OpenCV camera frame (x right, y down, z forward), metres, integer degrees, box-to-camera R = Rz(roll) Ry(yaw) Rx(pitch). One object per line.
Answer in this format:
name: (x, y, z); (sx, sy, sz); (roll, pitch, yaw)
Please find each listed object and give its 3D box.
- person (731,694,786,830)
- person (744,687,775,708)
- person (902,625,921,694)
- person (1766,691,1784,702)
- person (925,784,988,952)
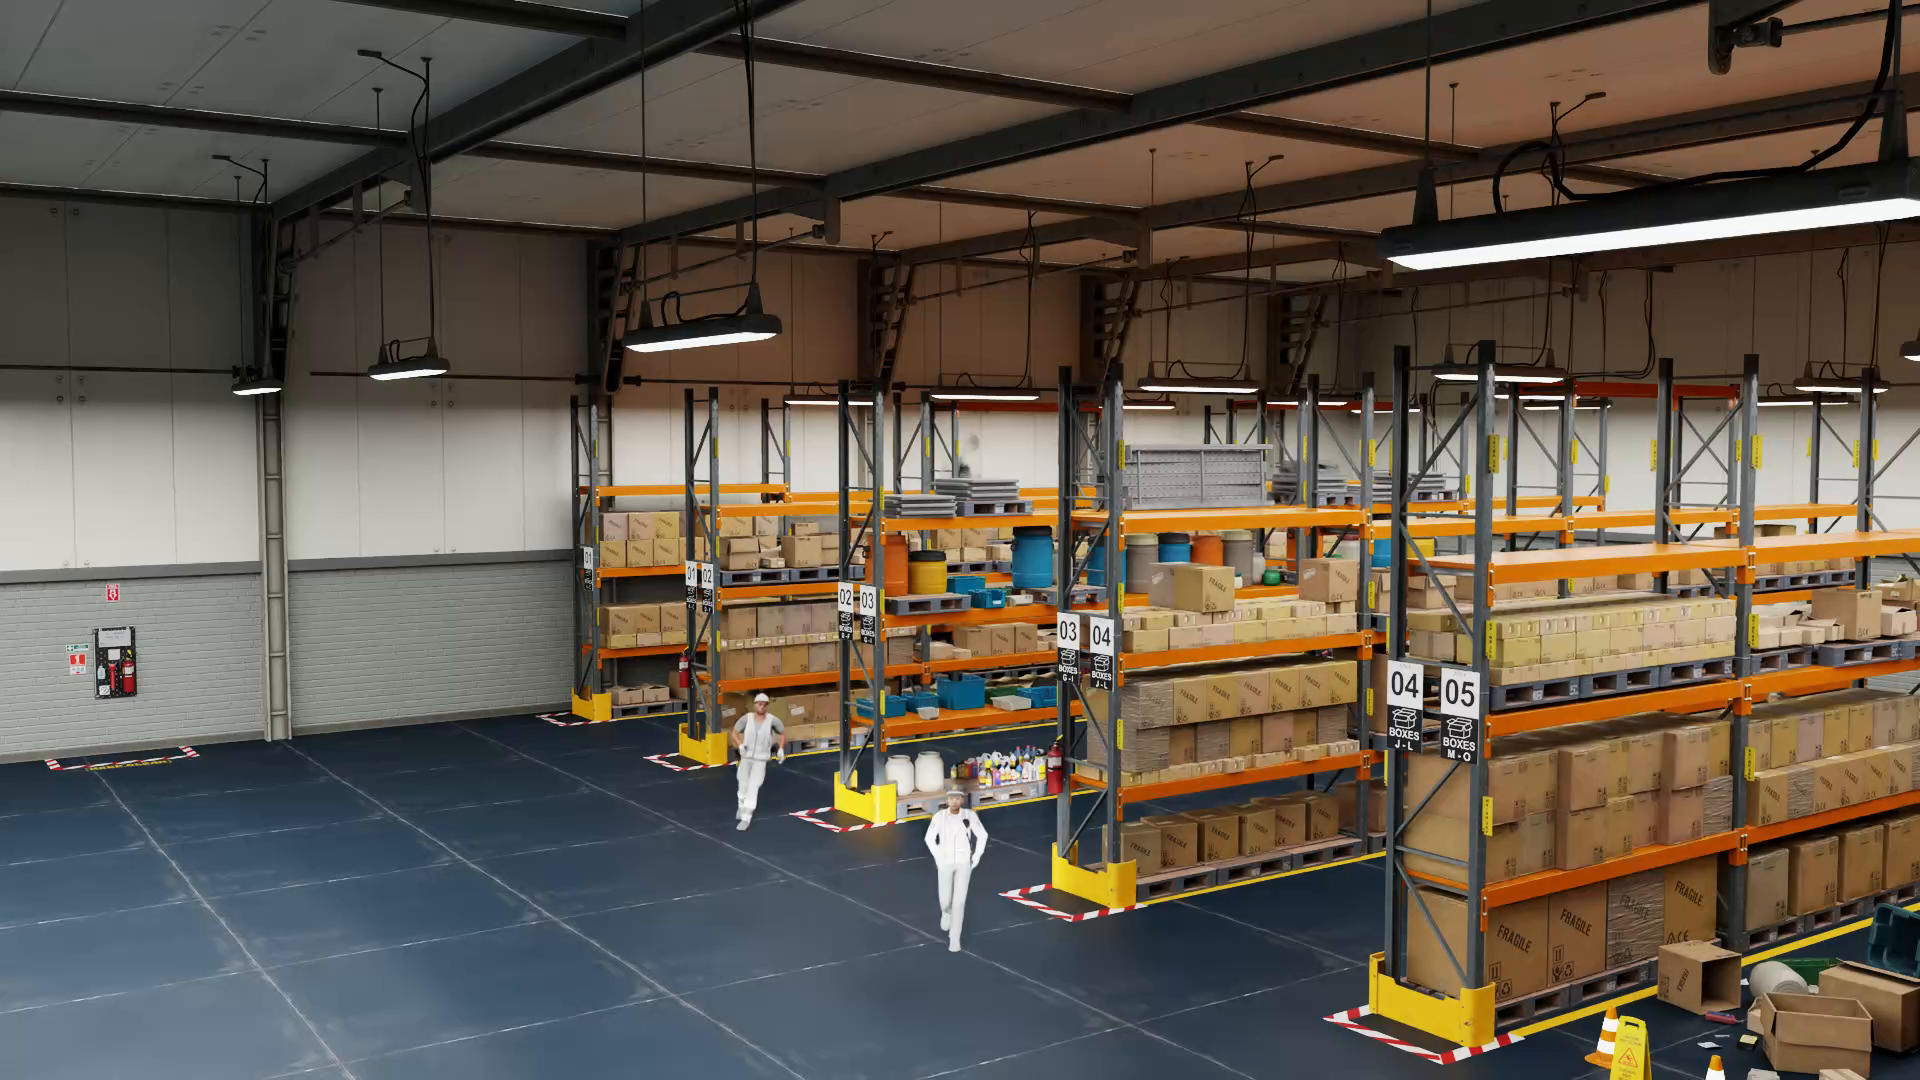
person: (-2.699, 2.920, 22.182); (0.721, 1.755, 0.929); (0, 3, 2)
person: (-3.499, 2.542, 29.586); (0.617, 1.767, 0.931); (3, 4, 39)
person: (-0.824, 2.410, 31.113); (0.949, 1.707, 0.656); (-3, 4, -37)
person: (11.372, 2.914, 23.379); (0.582, 1.685, 0.649); (3, 5, 43)
person: (-0.035, 3.312, 17.074); (0.644, 1.685, 0.649); (0, 3, 1)
